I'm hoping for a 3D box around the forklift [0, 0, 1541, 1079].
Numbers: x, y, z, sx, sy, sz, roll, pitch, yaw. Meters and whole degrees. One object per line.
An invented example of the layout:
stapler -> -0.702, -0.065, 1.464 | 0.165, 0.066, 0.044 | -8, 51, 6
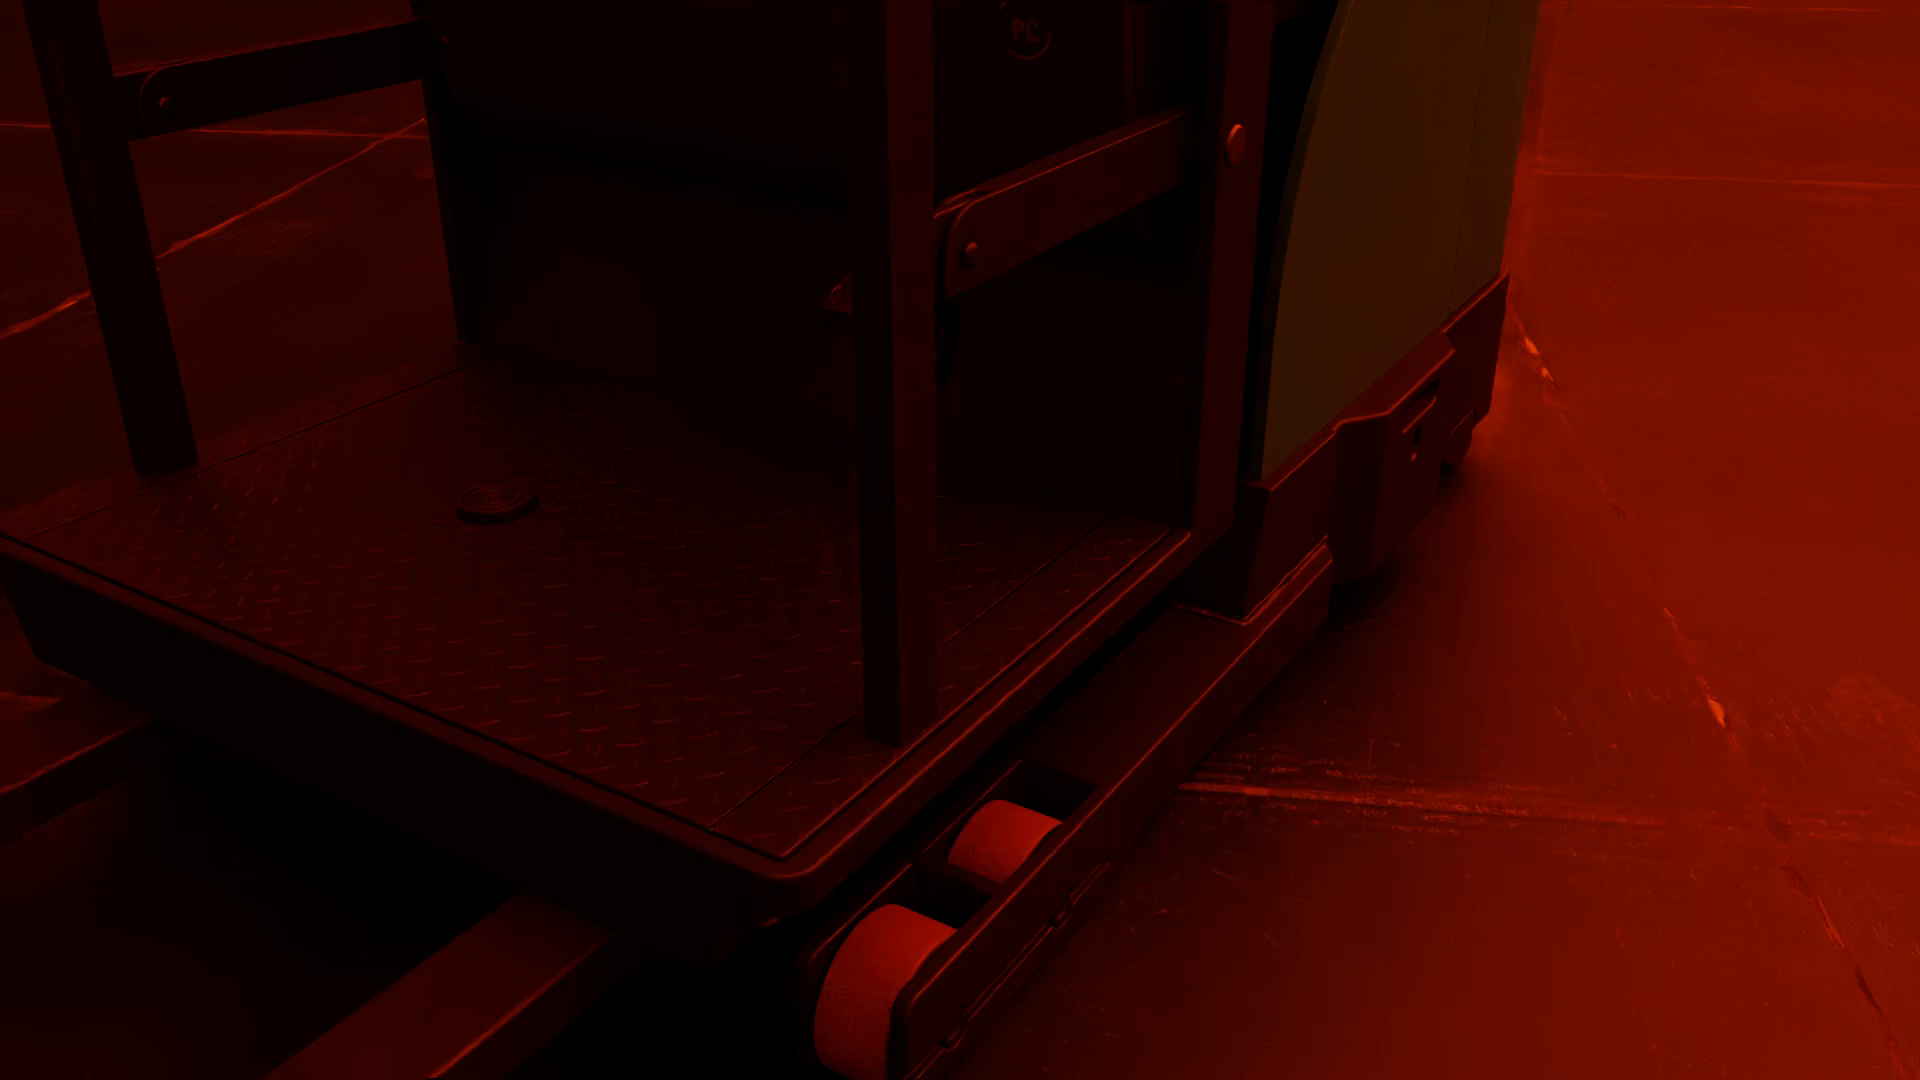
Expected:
forklift -> -0.325, -1.051, 1.324 | 1.130, 2.935, 3.031 | 16, 31, 29
